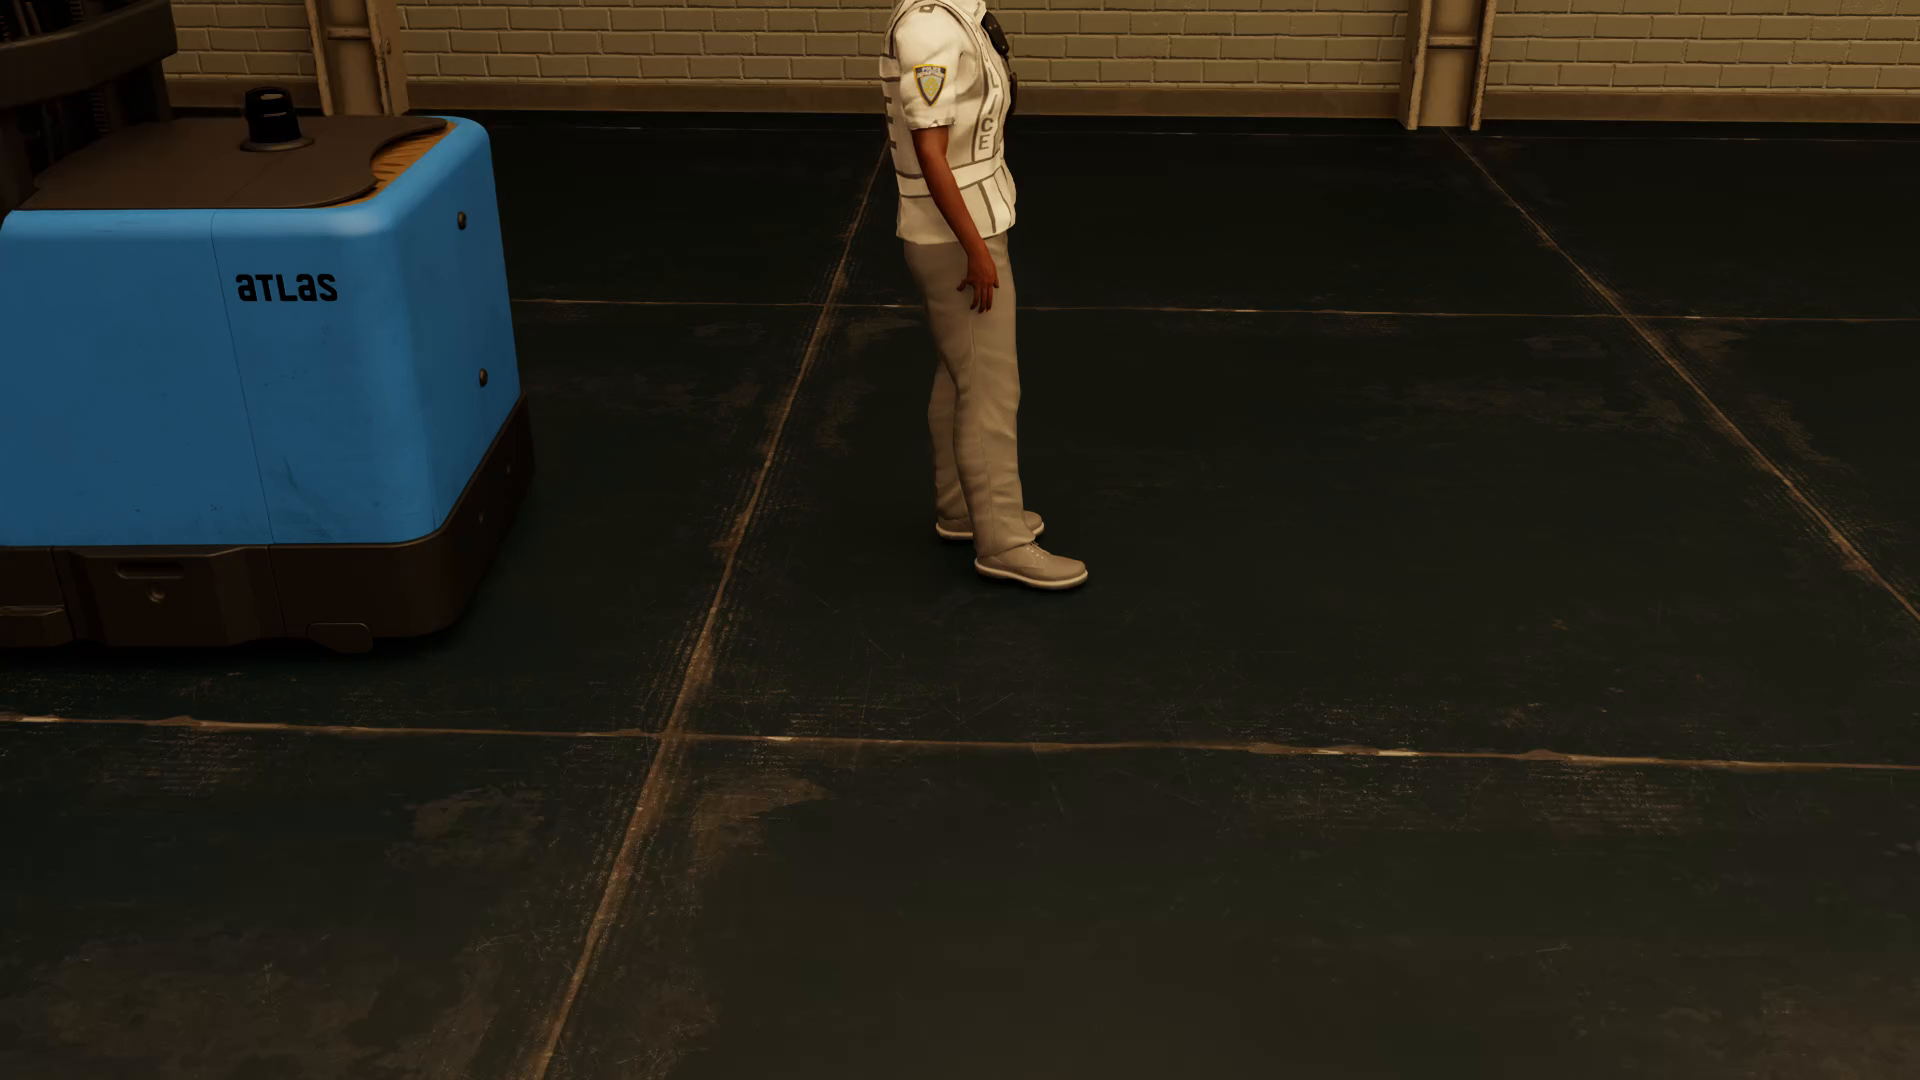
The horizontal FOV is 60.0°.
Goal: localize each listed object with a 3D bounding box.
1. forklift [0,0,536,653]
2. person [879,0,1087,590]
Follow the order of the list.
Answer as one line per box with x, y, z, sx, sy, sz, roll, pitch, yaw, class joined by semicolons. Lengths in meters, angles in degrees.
-2.720;-1.243;3.728;3.031;2.935;1.130;0;26;-1;forklift
0.074;-0.757;4.123;0.528;1.697;0.570;1;26;2;person
